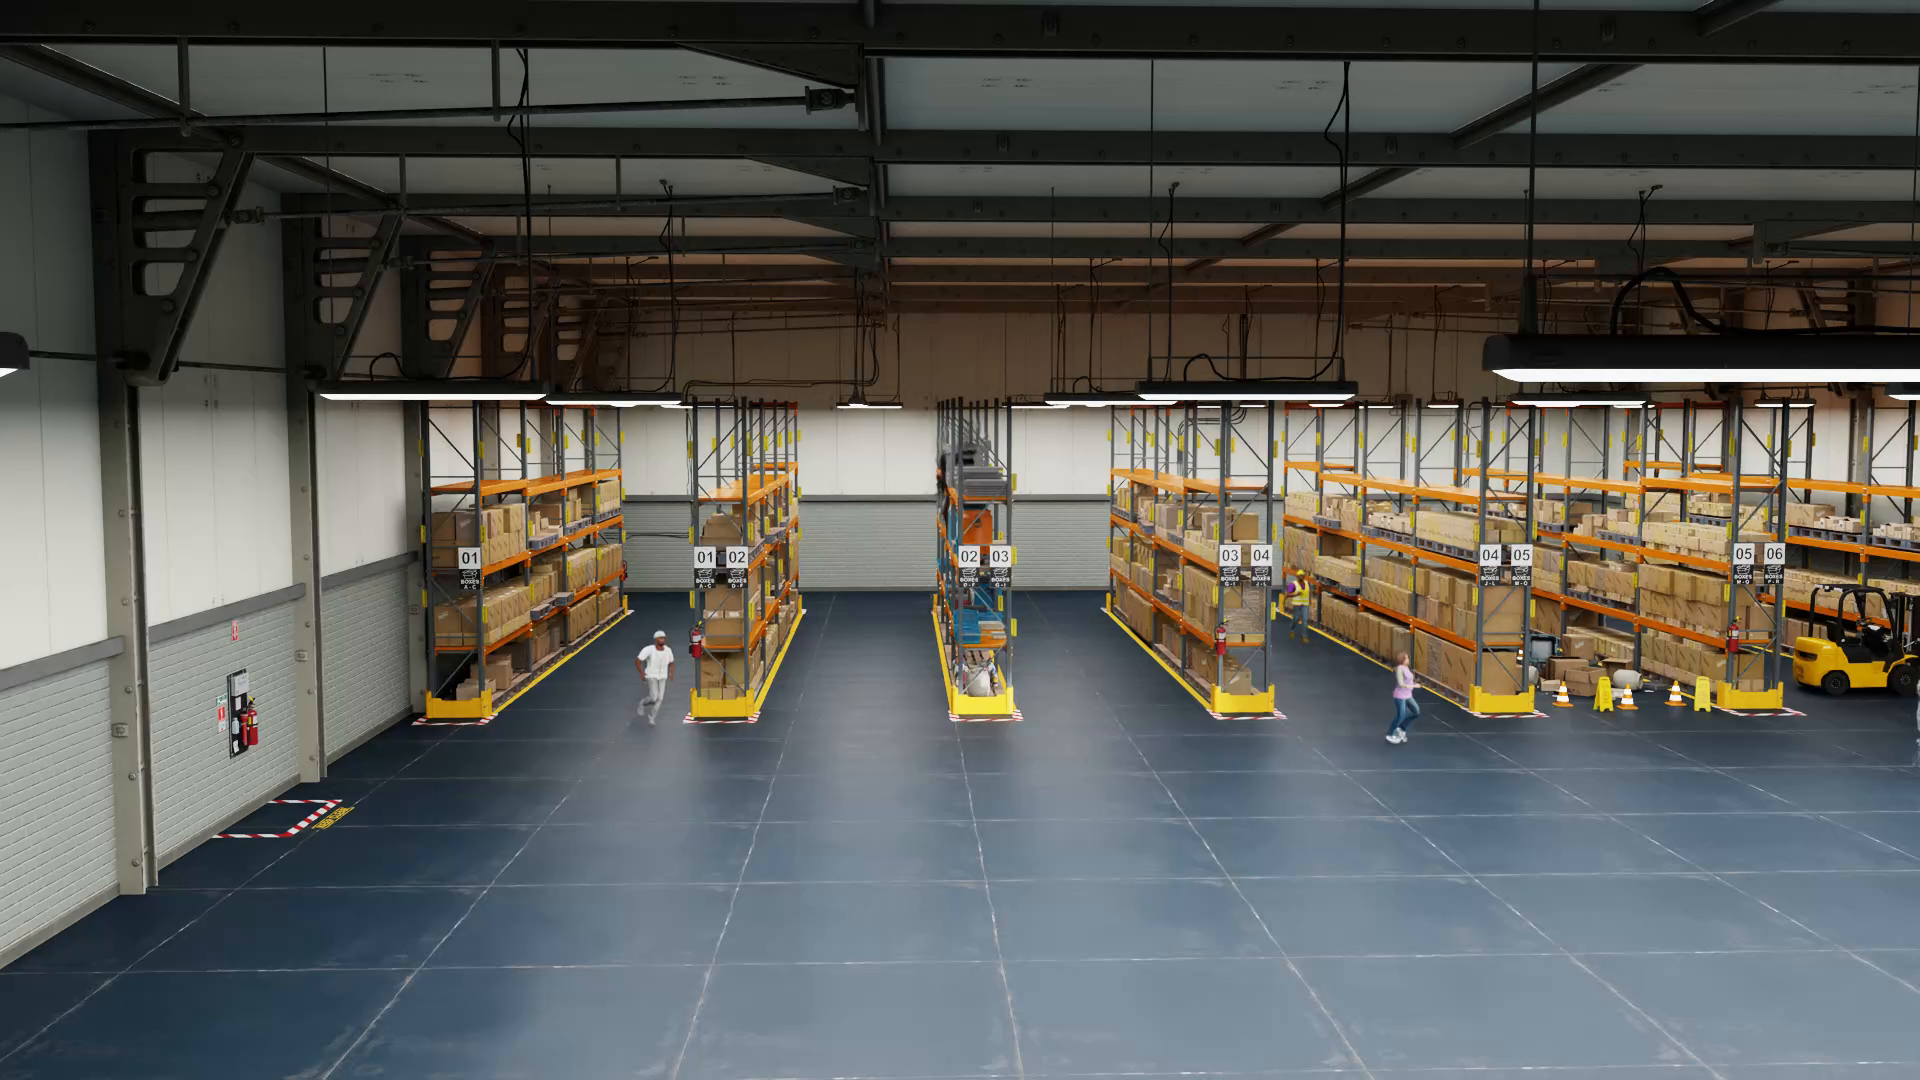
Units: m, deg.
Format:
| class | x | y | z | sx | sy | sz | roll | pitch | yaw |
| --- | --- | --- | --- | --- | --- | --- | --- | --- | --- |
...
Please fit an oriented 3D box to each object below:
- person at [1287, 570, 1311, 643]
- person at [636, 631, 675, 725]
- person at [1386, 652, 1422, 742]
| class | x | y | z | sx | sy | sz | roll | pitch | yaw |
| --- | --- | --- | --- | --- | --- | --- | --- | --- | --- |
| person | 8.427 | 1.624 | 41.286 | 0.712 | 1.773 | 0.937 | -1 | 4 | -10 |
| person | -5.554 | 2.522 | 30.547 | 0.741 | 1.687 | 0.603 | -3 | 5 | -35 |
| person | 7.660 | 2.709 | 28.634 | 0.622 | 1.567 | 0.512 | 3 | 6 | 37 |
